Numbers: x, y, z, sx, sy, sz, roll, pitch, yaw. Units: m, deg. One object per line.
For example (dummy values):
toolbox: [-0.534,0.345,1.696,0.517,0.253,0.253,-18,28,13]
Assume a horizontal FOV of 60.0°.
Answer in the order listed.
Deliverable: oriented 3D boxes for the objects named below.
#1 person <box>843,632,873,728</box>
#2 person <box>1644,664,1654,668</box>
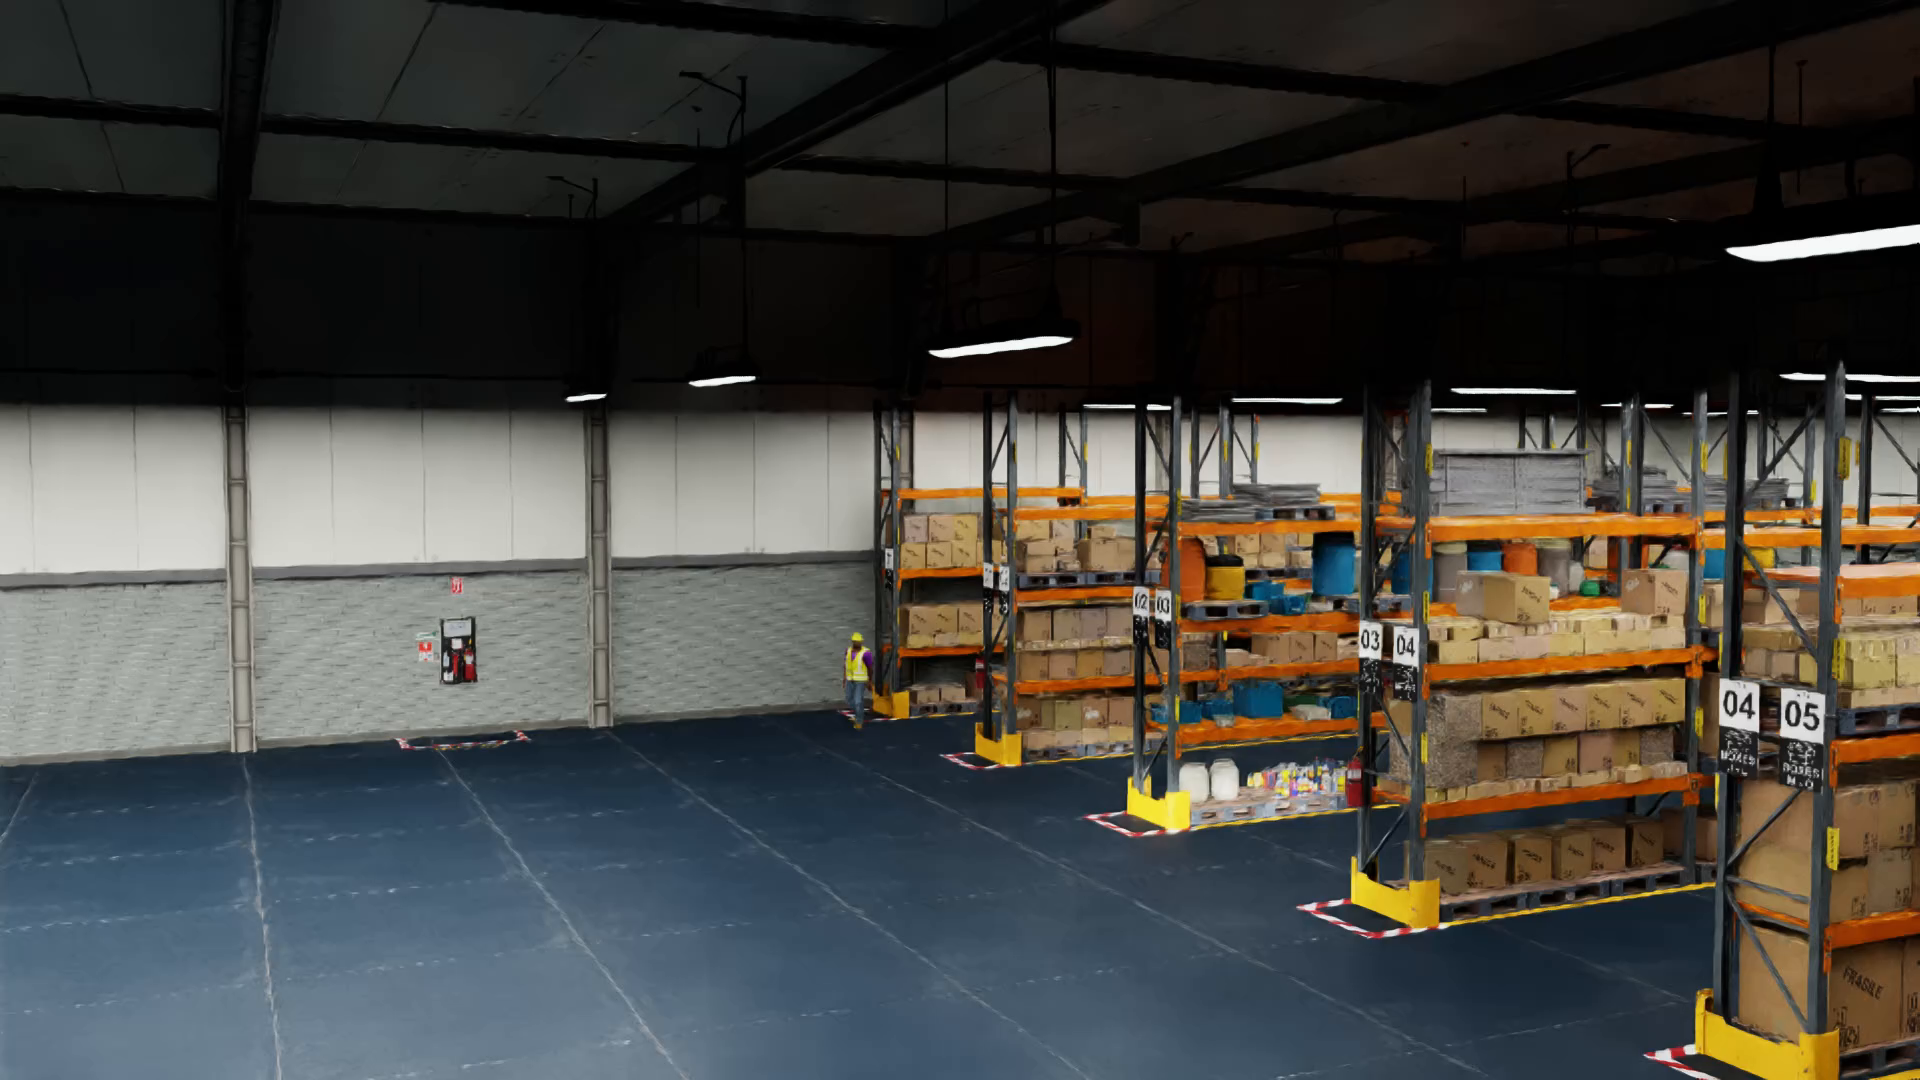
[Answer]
person: [-1.843,2.534,30.231,0.610,1.754,0.578,2,4,30]
person: [12.957,2.500,31.101,1.130,1.676,0.540,-2,4,-26]
